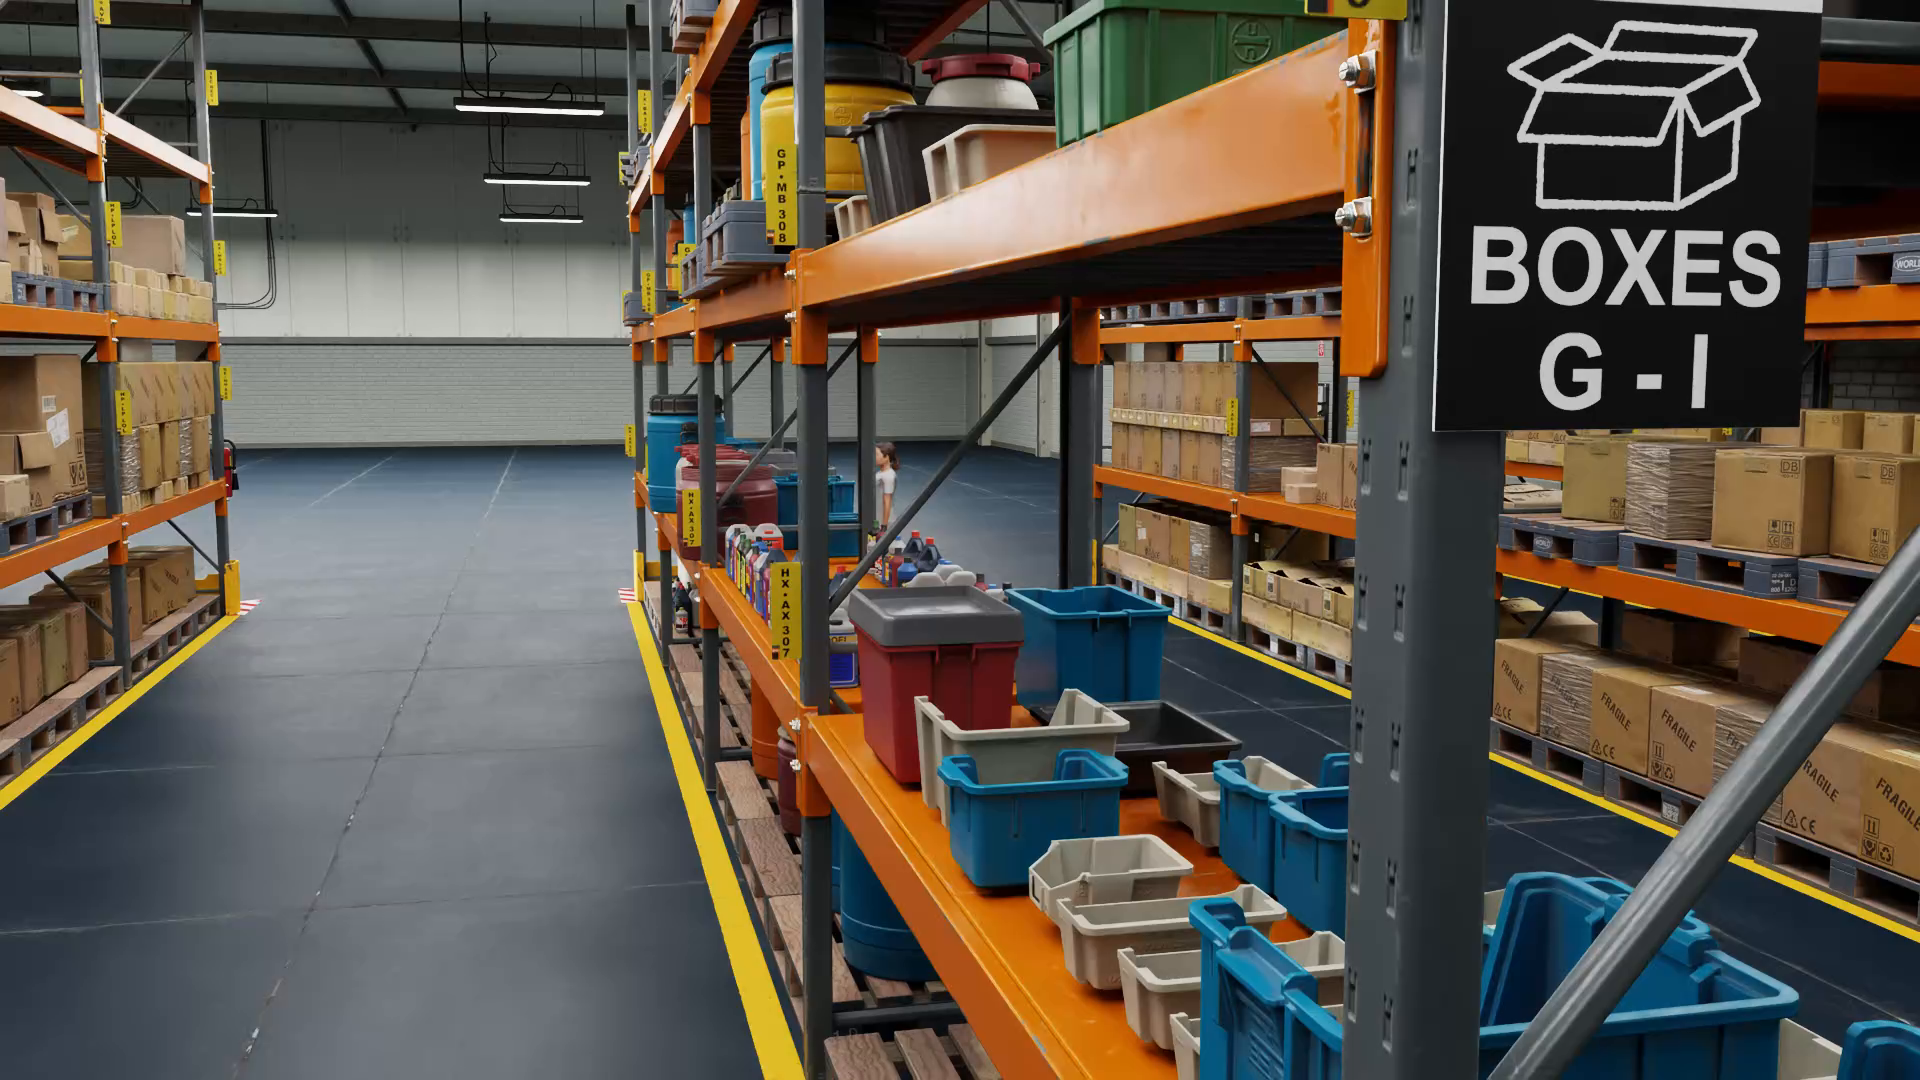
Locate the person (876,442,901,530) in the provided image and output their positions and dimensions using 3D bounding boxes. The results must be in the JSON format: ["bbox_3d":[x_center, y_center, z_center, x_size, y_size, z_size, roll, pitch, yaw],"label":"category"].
[{"bbox_3d":[-0.750,-0.135,16.431,0.358,1.668,0.436,-1,6,-12],"label":"person"}]
